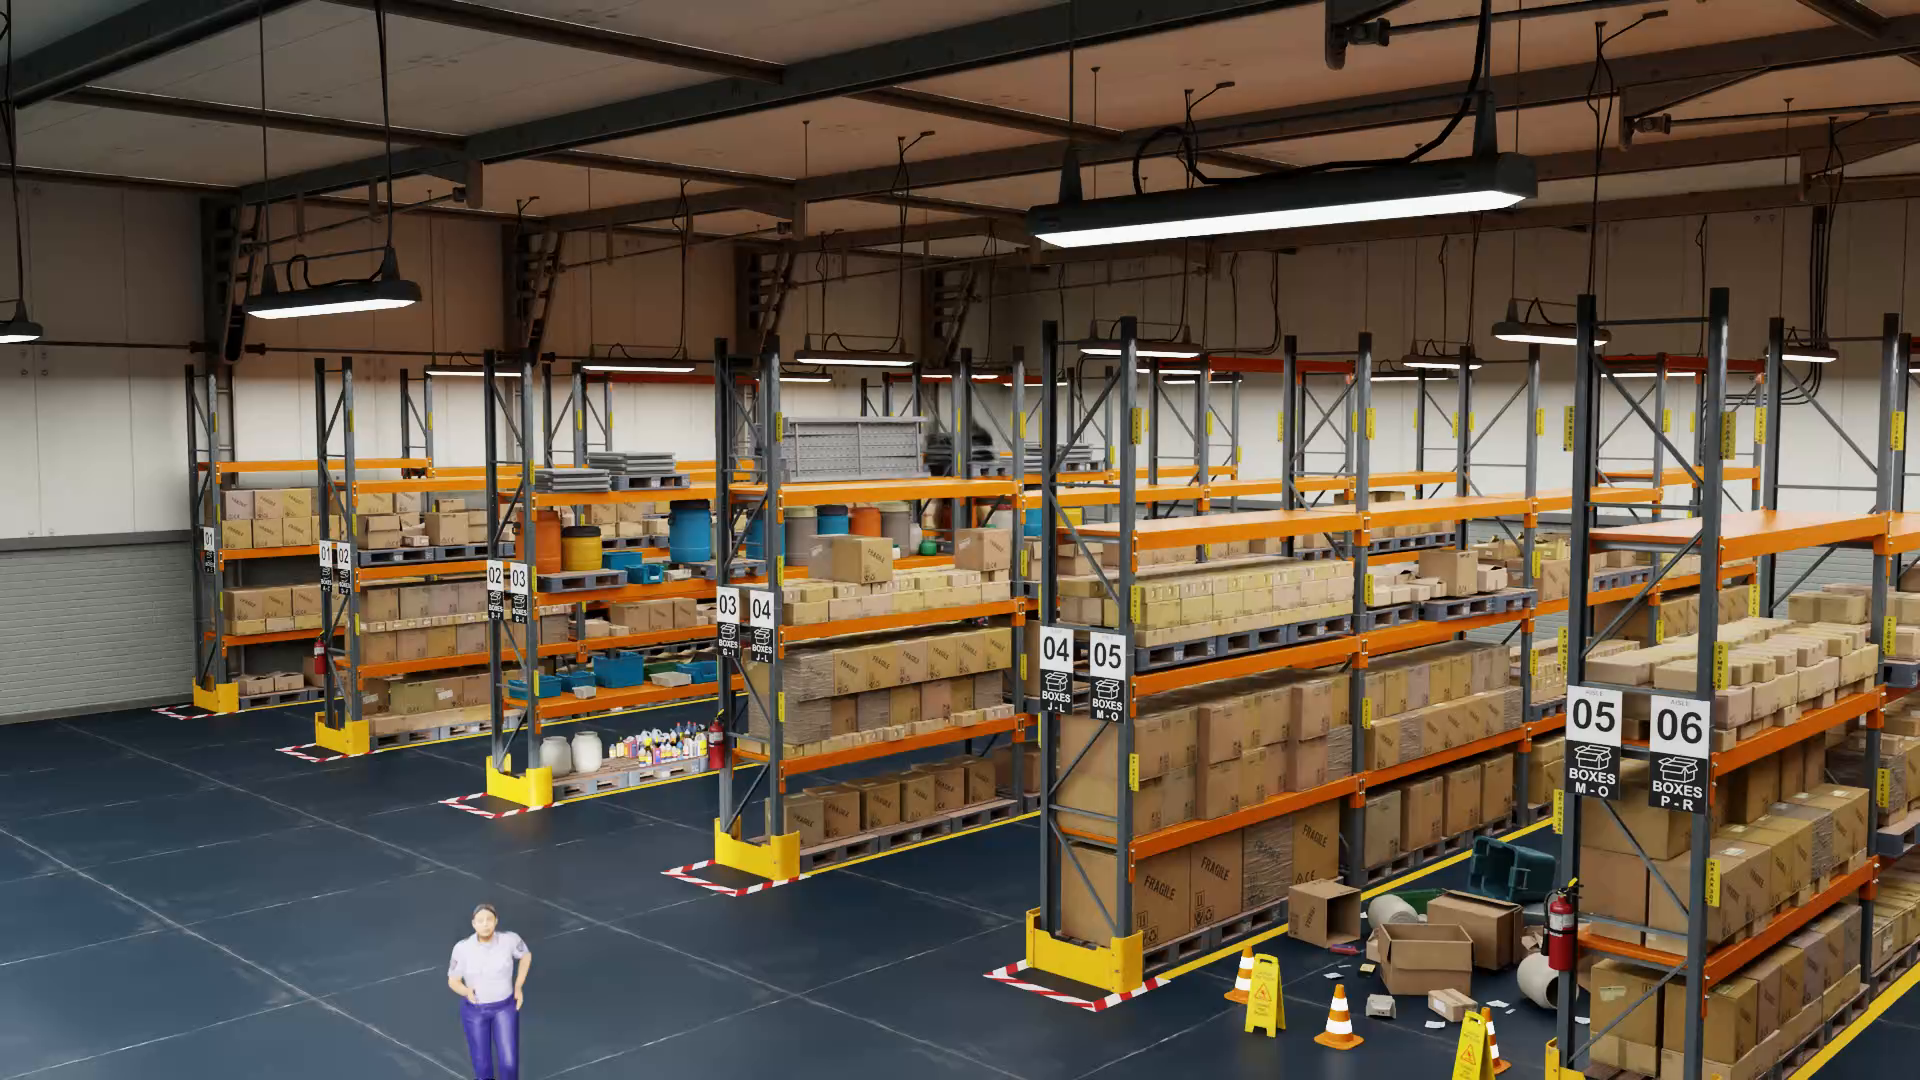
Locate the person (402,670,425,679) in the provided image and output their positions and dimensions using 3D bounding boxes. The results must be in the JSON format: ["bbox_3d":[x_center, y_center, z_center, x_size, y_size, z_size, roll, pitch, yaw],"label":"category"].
[{"bbox_3d":[-9.189,2.106,28.131,0.706,1.747,0.990,4,6,40],"label":"person"}]

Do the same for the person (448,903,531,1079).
[{"bbox_3d":[-3.388,3.440,12.001,0.580,1.662,0.685,-1,5,-14],"label":"person"}]
